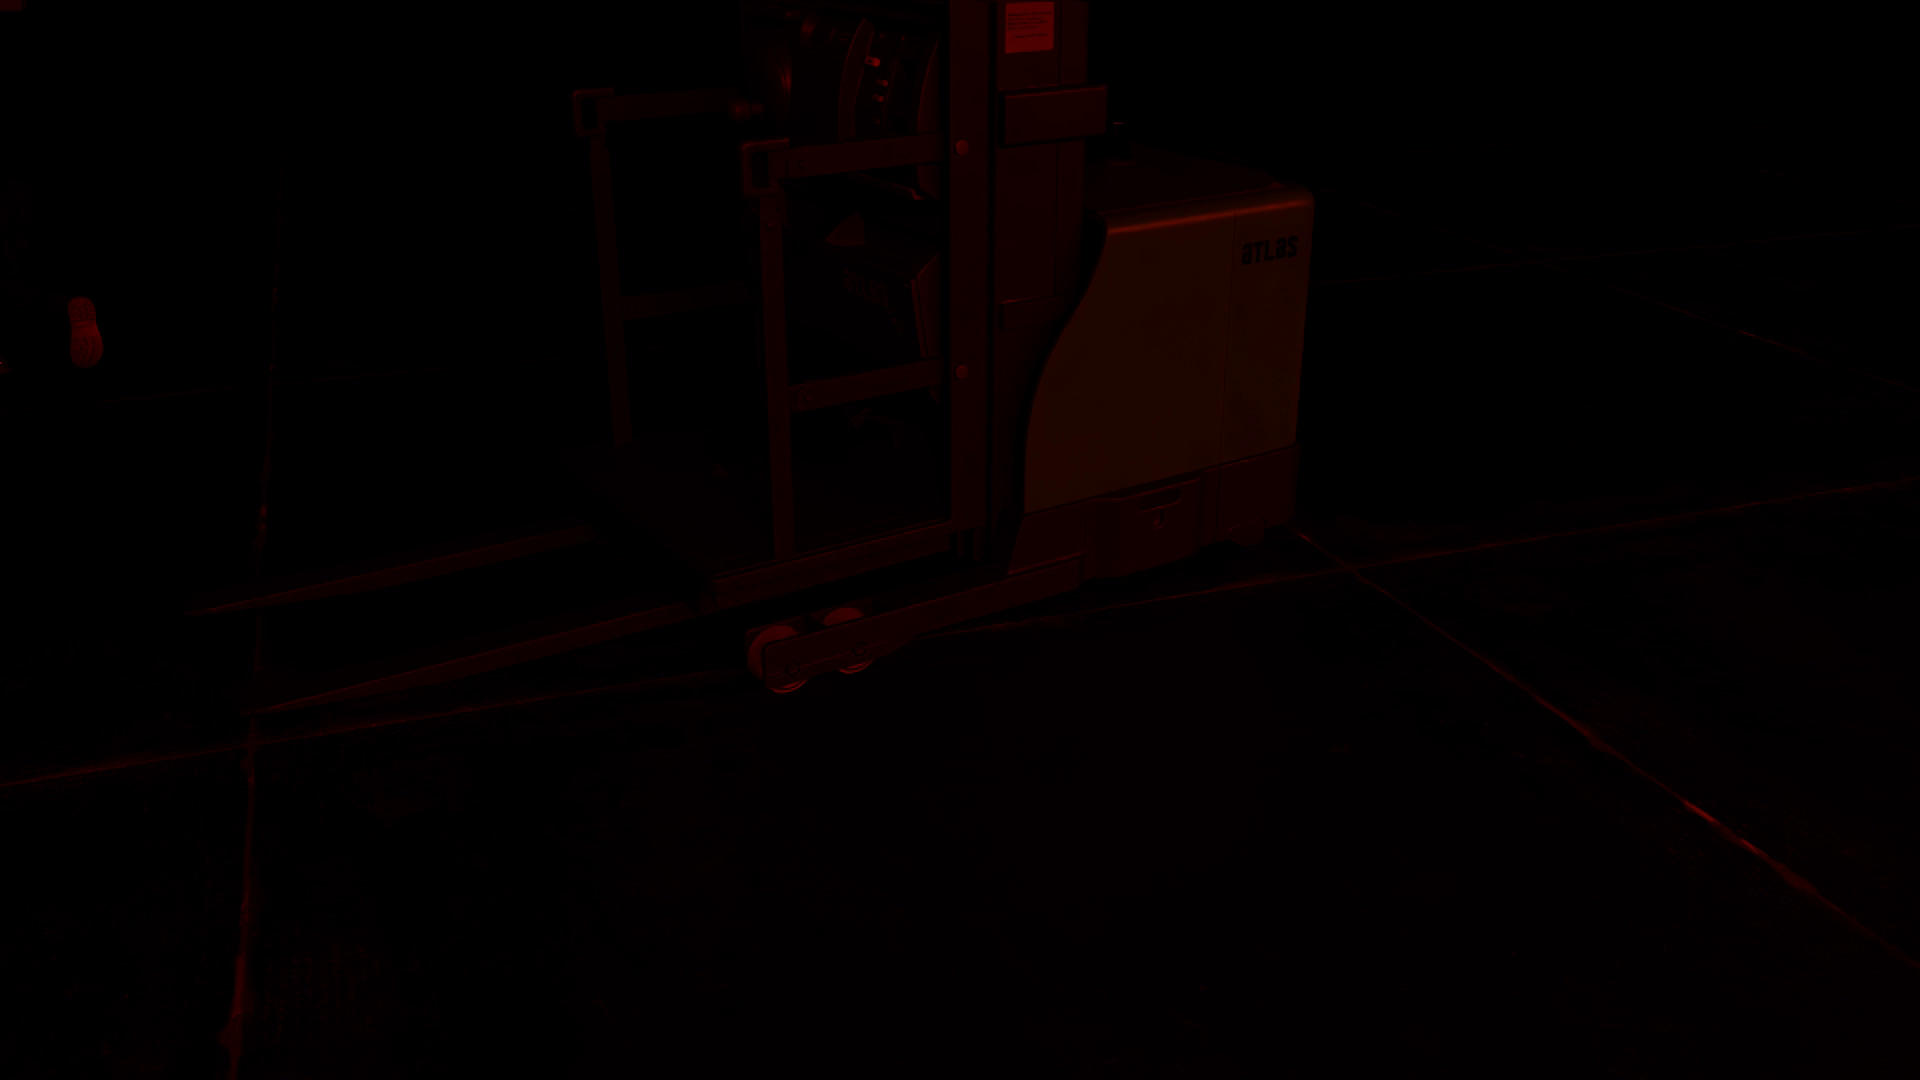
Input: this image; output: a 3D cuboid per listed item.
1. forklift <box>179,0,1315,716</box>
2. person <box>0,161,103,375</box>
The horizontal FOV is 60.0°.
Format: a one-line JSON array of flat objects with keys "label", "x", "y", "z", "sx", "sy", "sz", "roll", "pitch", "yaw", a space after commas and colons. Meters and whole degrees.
[{"label": "forklift", "x": -0.489, "y": -1.201, "z": 4.153, "sx": 3.031, "sy": 2.935, "sz": 1.130, "roll": -14, "pitch": 27, "yaw": -31}, {"label": "person", "x": -3.800, "y": -1.285, "z": 6.345, "sx": 0.760, "sy": 1.431, "sz": 0.601, "roll": -3, "pitch": 23, "yaw": -6}]
